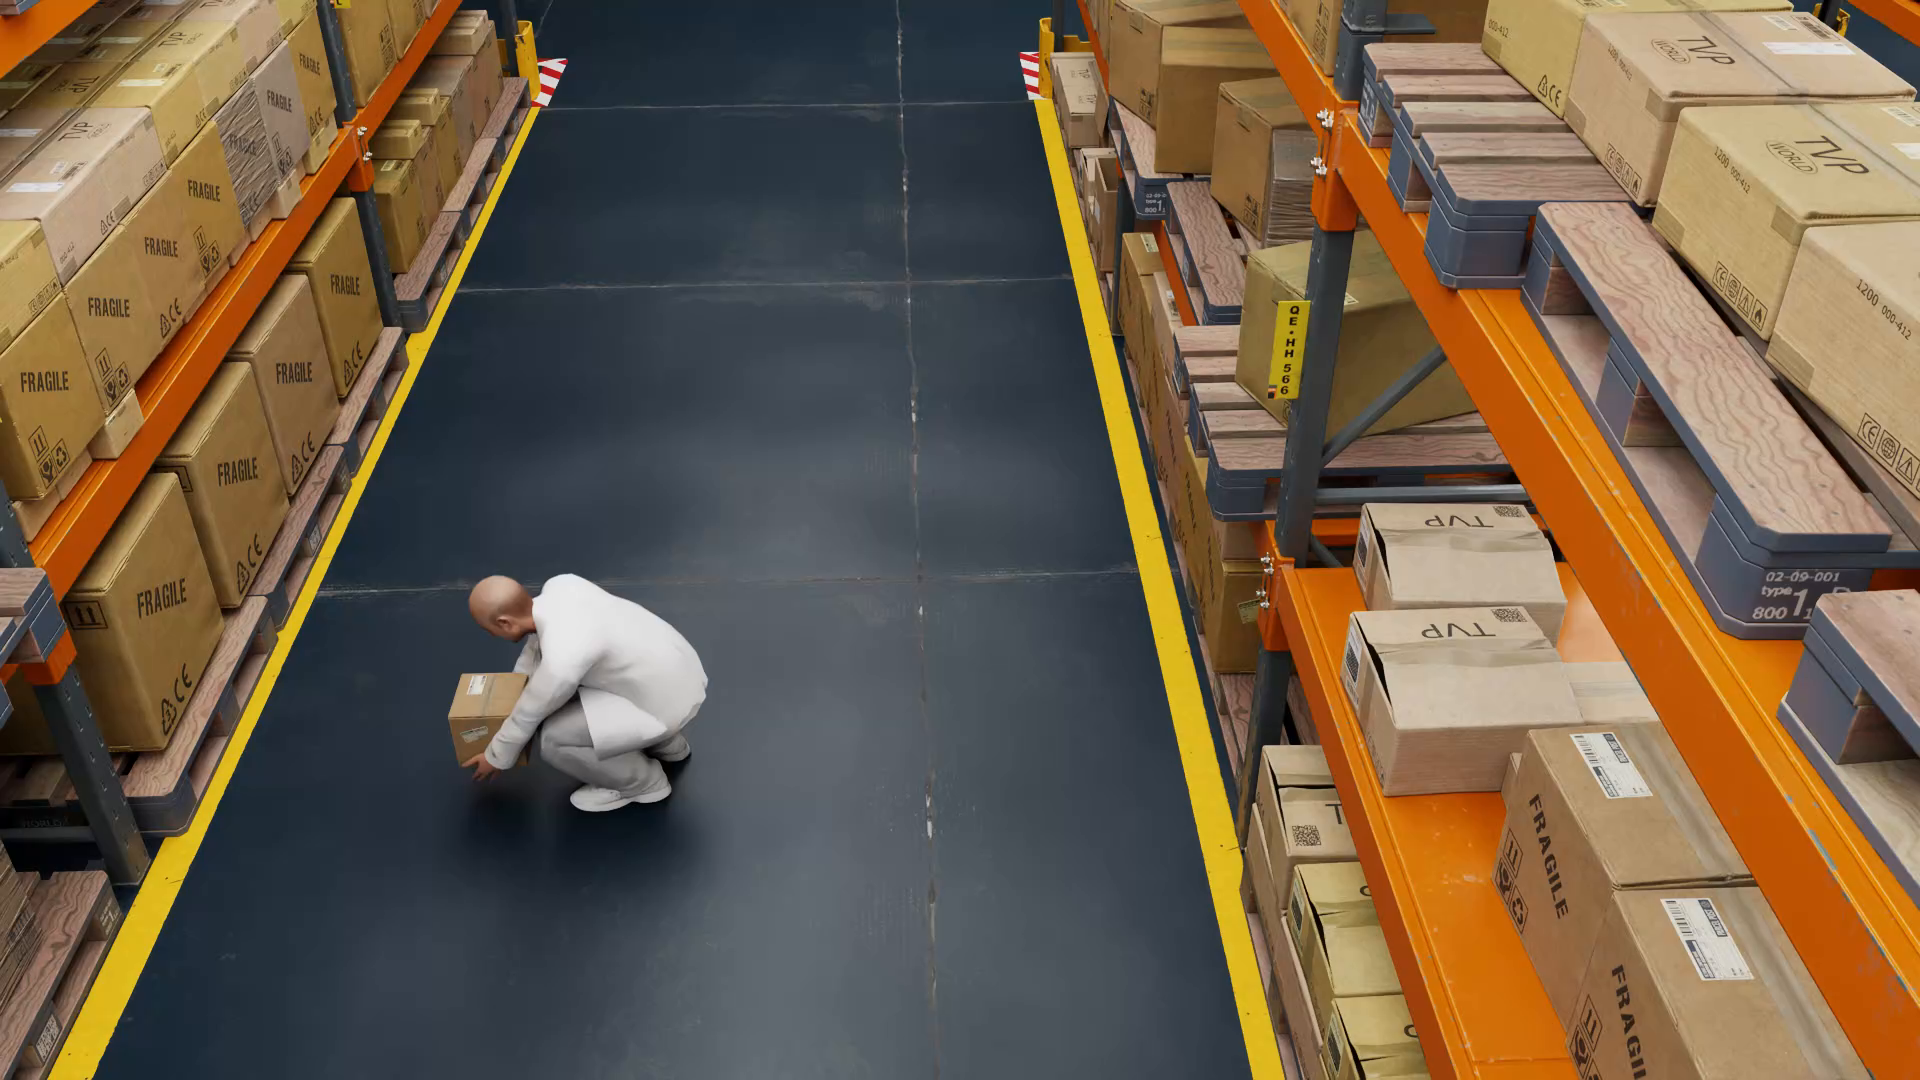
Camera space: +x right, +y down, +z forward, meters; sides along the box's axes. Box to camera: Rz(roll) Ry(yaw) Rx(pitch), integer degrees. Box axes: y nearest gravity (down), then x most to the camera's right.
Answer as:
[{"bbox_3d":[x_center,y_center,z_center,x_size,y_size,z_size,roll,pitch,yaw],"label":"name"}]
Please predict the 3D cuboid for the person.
[{"bbox_3d":[-1.389,0.511,6.101,0.902,1.011,0.589,-2,35,-3],"label":"person"}]
